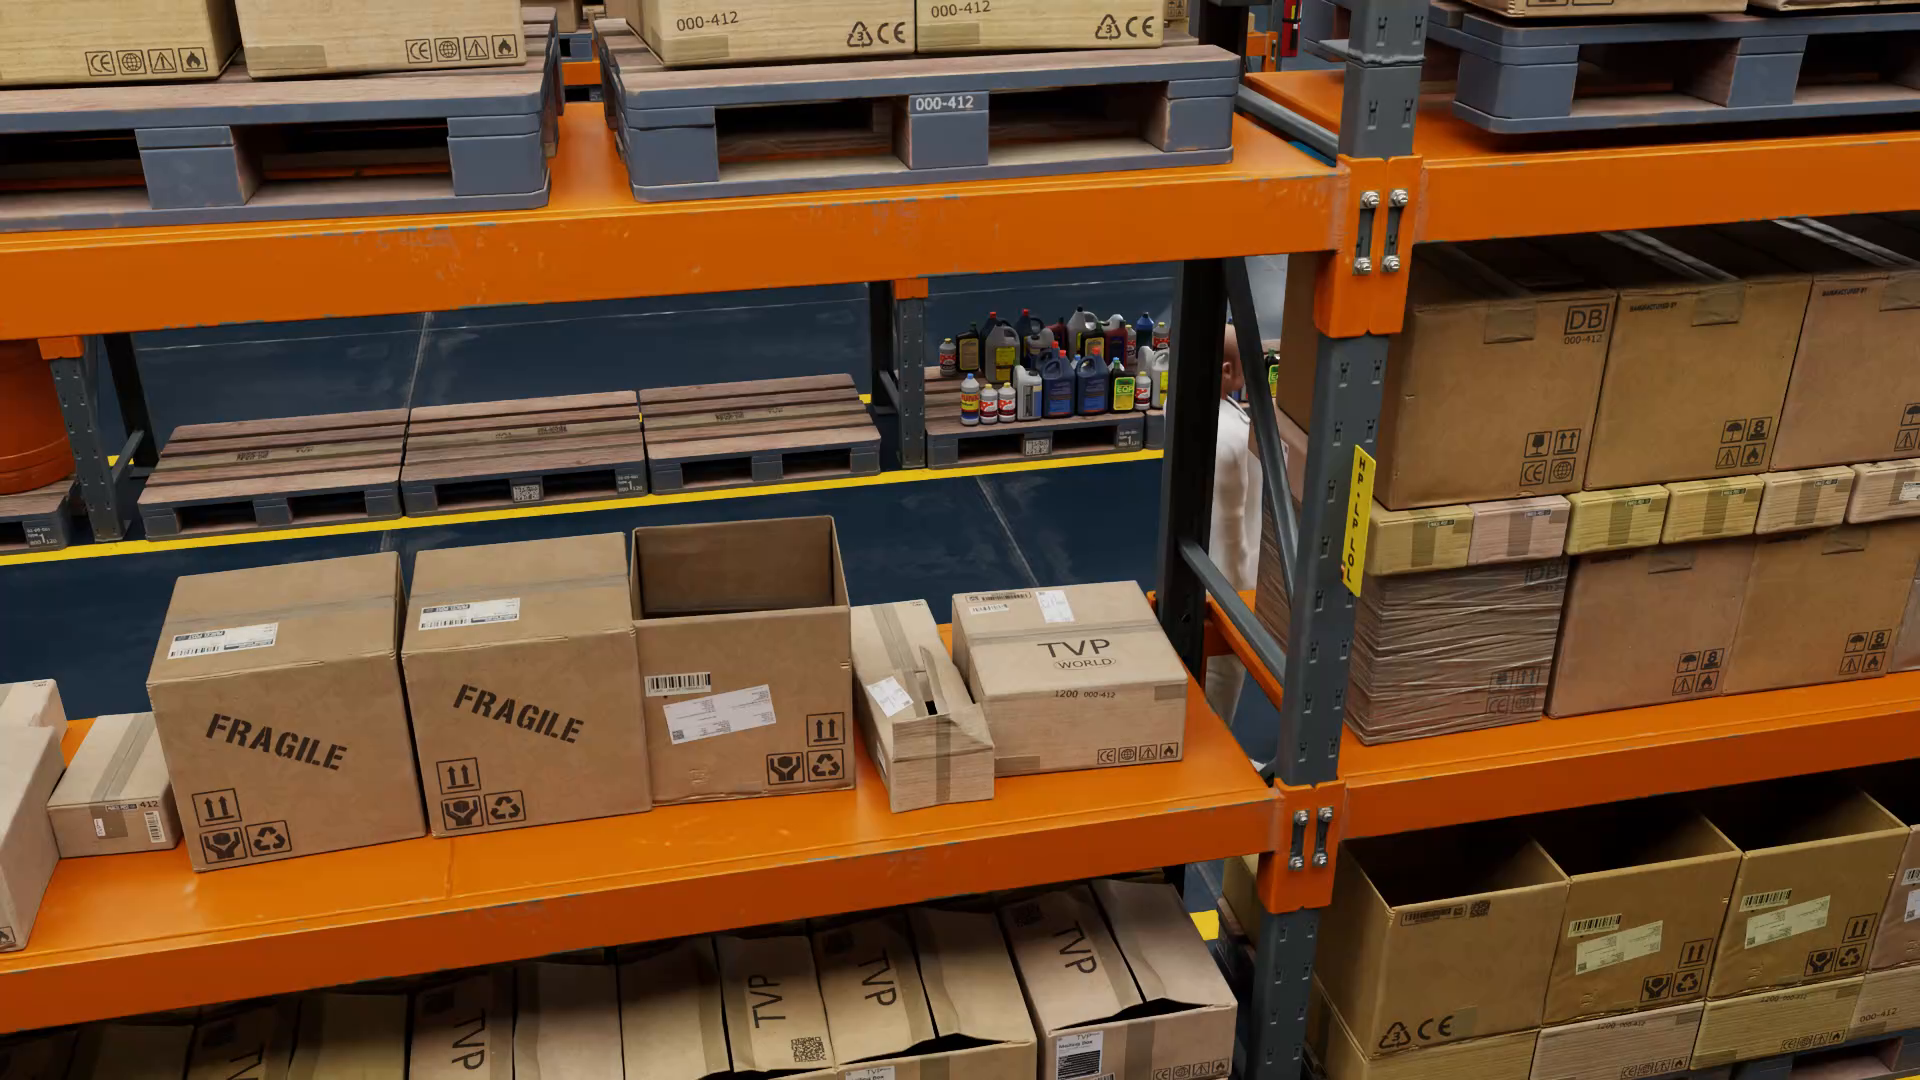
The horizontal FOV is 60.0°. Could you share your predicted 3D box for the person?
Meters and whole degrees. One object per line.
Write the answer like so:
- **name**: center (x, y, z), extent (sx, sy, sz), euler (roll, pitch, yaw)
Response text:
- **person**: center (0.903, 0.095, 6.009), extent (0.447, 1.837, 0.565), euler (-5, 27, -10)
